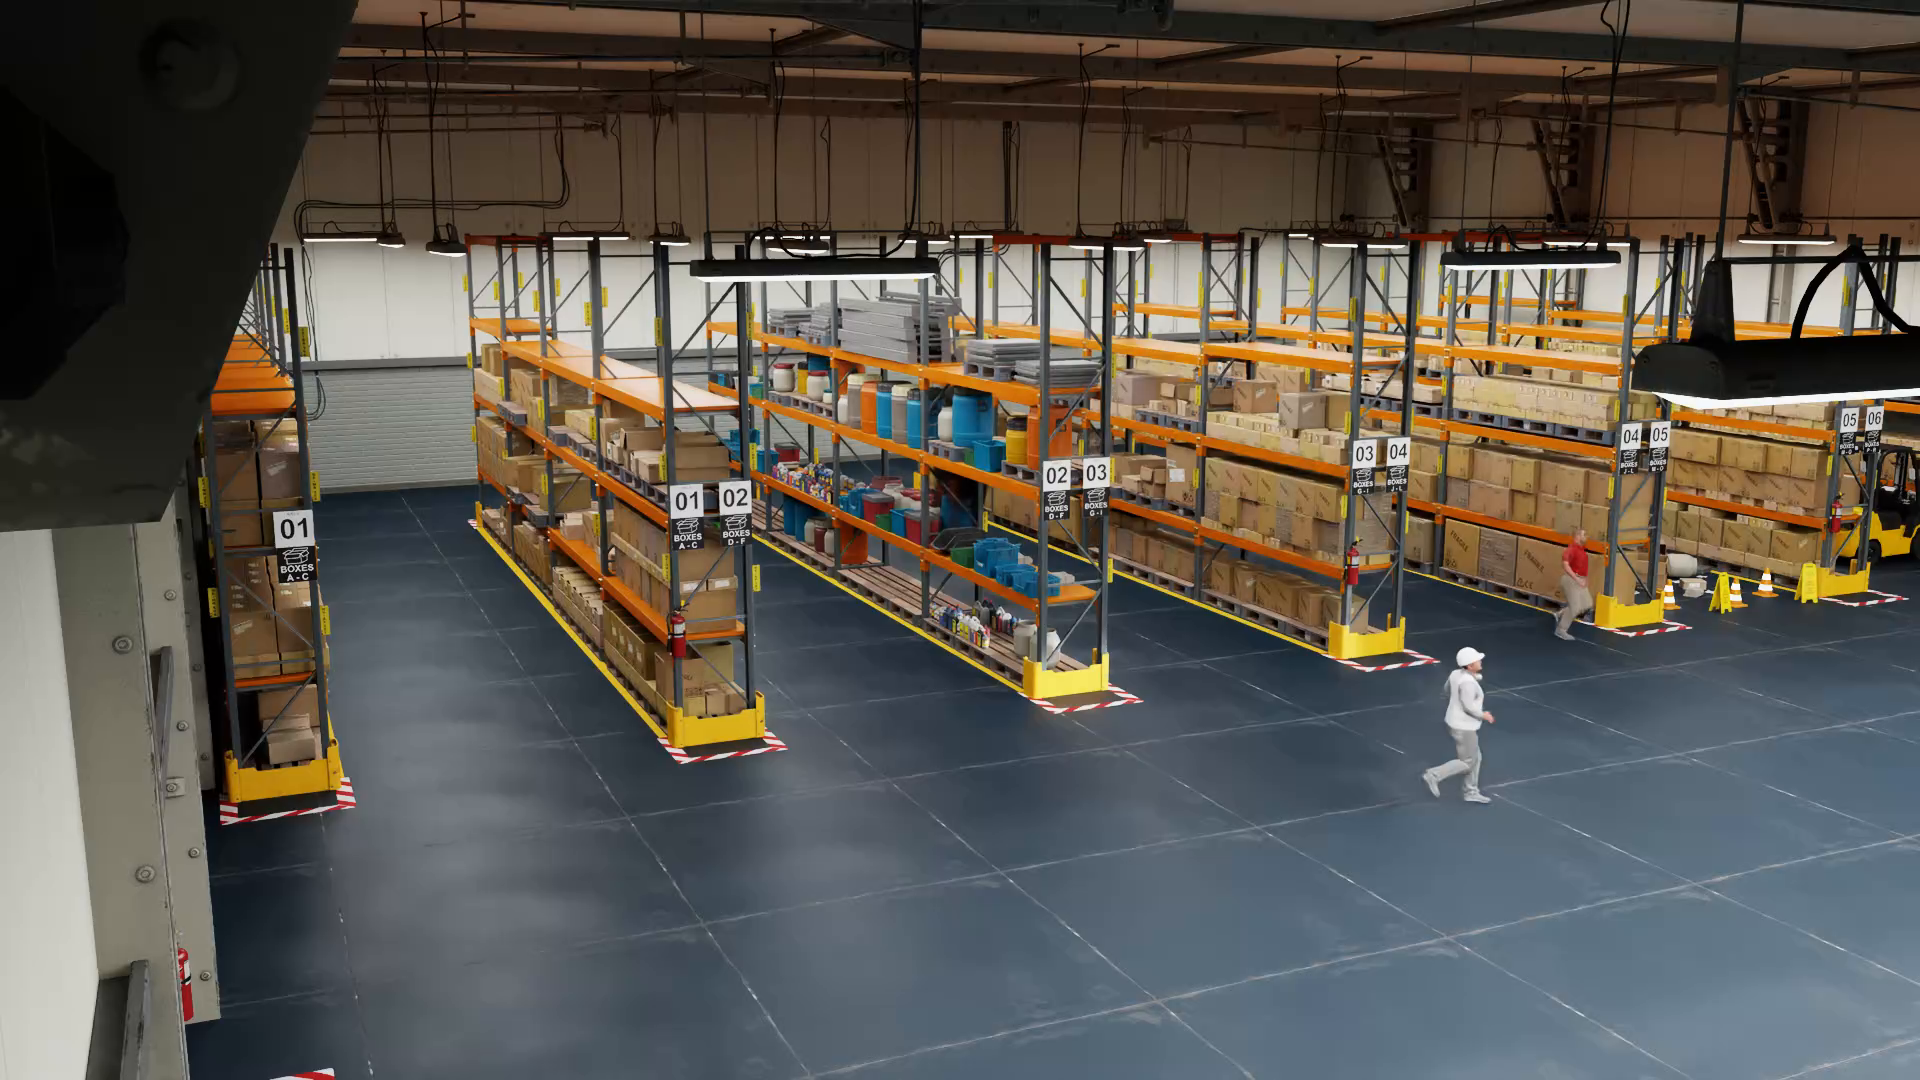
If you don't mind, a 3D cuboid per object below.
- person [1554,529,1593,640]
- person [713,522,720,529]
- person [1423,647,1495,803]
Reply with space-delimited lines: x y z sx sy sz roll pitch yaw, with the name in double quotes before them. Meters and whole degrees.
"person" 9.412 0.663 25.406 0.517 1.679 0.716 9 14 38
"person" -4.354 -0.377 30.256 0.655 1.817 0.909 -6 13 -30
"person" 5.442 2.027 18.154 0.810 1.768 0.669 0 11 0
